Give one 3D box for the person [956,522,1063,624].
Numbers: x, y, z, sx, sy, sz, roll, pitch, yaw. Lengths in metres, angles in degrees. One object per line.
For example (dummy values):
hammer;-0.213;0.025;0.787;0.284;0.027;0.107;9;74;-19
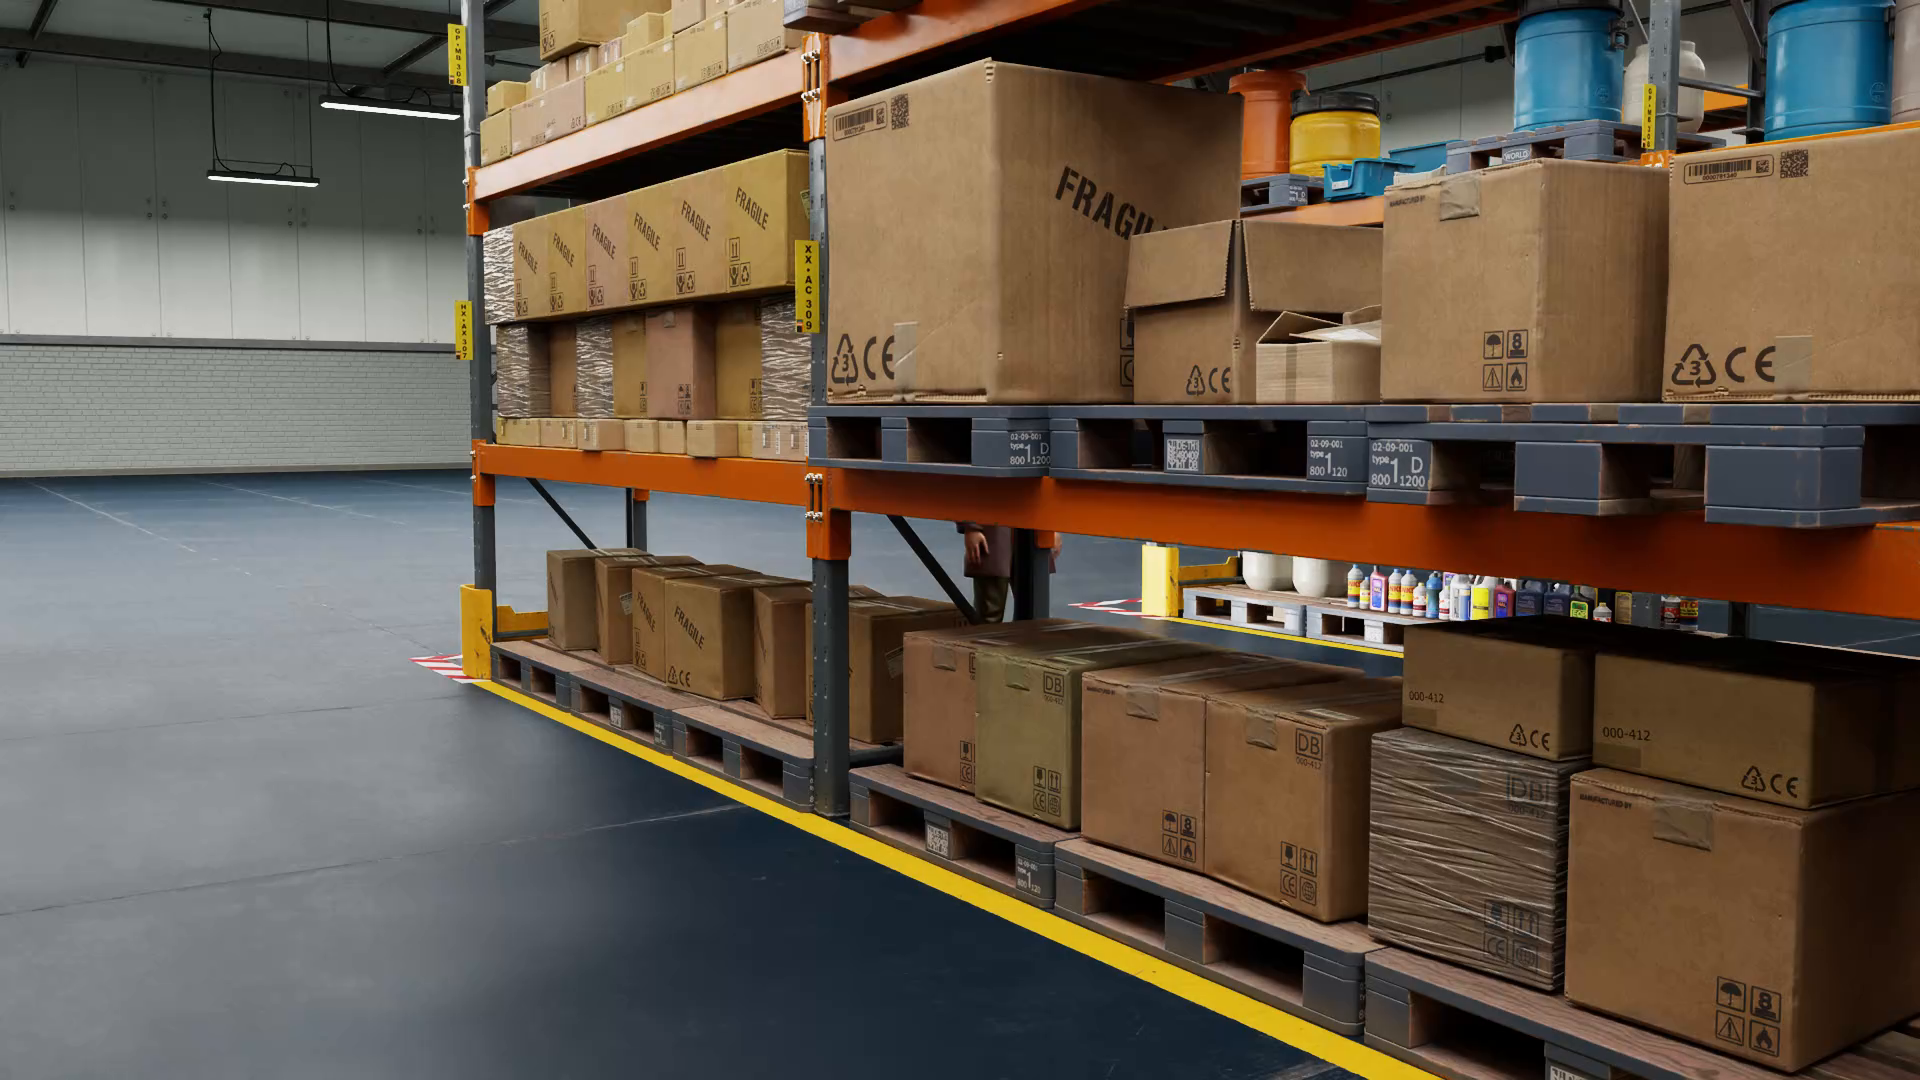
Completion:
person;0.257;-0.036;8.220;0.649;1.772;0.429;-3;6;-36
